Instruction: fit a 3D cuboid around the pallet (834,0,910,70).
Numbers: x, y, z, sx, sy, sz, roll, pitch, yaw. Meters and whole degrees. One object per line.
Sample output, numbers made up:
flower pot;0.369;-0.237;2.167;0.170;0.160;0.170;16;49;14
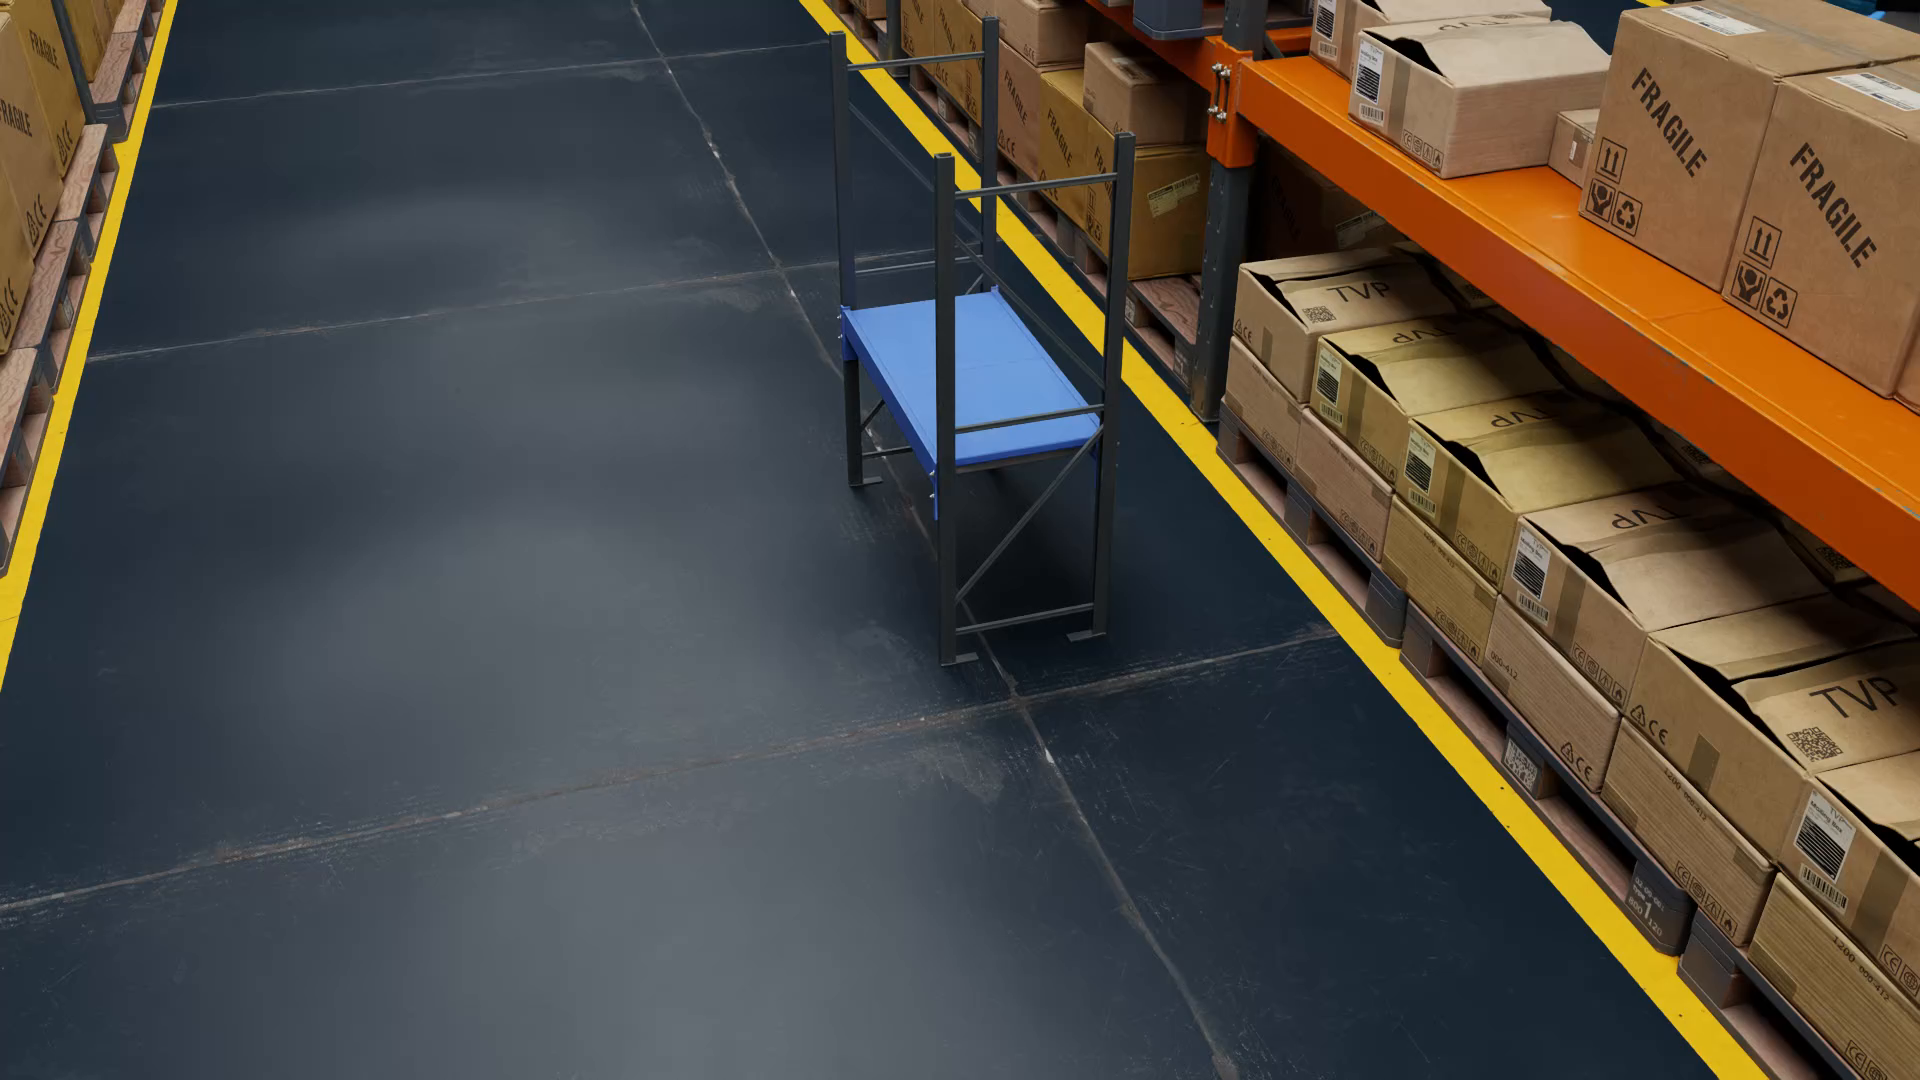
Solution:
pallet;-0.113;-3.068;9.702;1.003;0.211;1.213;-10;35;-15

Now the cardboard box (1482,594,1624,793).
cardboard box;1.671;0.331;4.142;0.500;0.250;0.500;-9;35;-14

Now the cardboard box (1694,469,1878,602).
cardboard box;2.177;0.002;4.131;0.500;0.311;0.500;-9;35;-13

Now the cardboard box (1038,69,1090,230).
cardboard box;0.650;-1.635;6.871;0.500;0.500;0.500;-11;35;-16

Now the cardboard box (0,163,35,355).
cardboard box;-3.761;-1.083;5.737;0.750;0.750;0.750;-10;35;-15

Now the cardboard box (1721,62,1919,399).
cardboard box;2.004;-0.658;3.434;0.500;0.500;0.500;-10;35;-15

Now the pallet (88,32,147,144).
pallet;-4.778;-2.285;8.516;1.003;0.211;1.213;-10;35;-15

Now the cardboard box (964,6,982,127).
cardboard box;0.330;-2.175;7.688;0.500;0.500;0.500;-10;35;-14

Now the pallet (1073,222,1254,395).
pallet;1.124;-1.006;6.580;1.003;0.211;1.213;-10;35;-15

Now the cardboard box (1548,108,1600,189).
cardboard box;1.759;-1.006;4.279;0.380;0.149;0.250;-8;34;-11

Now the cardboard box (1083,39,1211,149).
cardboard box;0.786;-1.705;6.297;0.500;0.250;0.500;-9;34;-13

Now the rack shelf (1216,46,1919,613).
rack shelf;1.926;-0.420;3.818;1.077;0.370;4.000;-10;35;-15

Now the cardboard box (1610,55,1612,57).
cardboard box;1.853;-1.240;4.634;0.380;0.149;0.250;-10;35;-15

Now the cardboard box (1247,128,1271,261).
cardboard box;1.284;-1.472;6.625;0.500;0.500;0.500;-11;35;-16

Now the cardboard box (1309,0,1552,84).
cardboard box;1.385;-1.535;4.933;0.500;0.311;0.500;-8;34;-12

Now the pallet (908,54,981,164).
pallet;0.380;-2.287;8.519;1.003;0.211;1.213;-10;35;-15

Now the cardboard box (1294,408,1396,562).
cardboard box;1.350;-0.211;4.961;0.500;0.250;0.500;-11;35;-16

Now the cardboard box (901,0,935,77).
cardboard box;0.011;-2.716;8.508;0.500;0.500;0.500;-12;35;-17

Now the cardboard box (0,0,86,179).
cardboard box;-4.299;-1.995;7.117;0.750;0.750;0.750;-10;35;-14

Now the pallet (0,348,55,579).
pallet;-3.569;-0.199;5.359;1.003;0.211;1.213;-10;35;-15

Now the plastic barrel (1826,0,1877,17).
plastic barrel;5.180;-3.341;9.108;0.600;0.901;0.708;-10;35;-15

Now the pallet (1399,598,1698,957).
pallet;1.898;0.471;4.346;1.003;0.211;1.213;-10;35;-15

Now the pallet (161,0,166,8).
pallet;-5.522;-3.566;10.455;1.003;0.211;1.213;-10;35;-15

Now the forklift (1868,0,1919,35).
forklift;4.326;-2.527;6.416;1.130;2.935;3.031;21;39;29

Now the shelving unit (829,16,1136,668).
shelving unit;0.026;-0.581;4.769;0.538;1.500;1.048;-10;35;-15

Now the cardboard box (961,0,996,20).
cardboard box;0.316;-2.504;7.507;0.500;0.250;0.500;-10;35;-15

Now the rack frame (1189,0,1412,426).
rack frame;1.316;-1.771;5.209;1.000;3.000;0.127;-10;35;-15

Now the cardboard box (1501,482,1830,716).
cardboard box;1.675;0.104;3.976;0.500;0.311;0.500;-10;35;-15

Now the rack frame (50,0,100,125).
rack frame;-4.621;-3.036;7.123;1.000;3.000;0.127;-10;35;-15

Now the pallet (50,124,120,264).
pallet;-4.314;-1.480;7.298;1.003;0.211;1.213;-10;35;-15

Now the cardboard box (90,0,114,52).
cardboard box;-4.901;-2.842;8.717;0.700;0.500;0.500;-10;35;-15

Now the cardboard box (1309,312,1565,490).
cardboard box;1.364;-0.434;4.790;0.500;0.311;0.500;-11;35;-16

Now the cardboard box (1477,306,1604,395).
cardboard box;1.875;-0.527;4.932;0.500;0.311;0.500;-11;35;-15

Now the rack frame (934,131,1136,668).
rack frame;0.181;-0.314;4.365;0.500;1.500;0.032;-10;35;-15

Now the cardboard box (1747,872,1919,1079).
cardboard box;1.981;0.867;3.331;0.500;0.250;0.500;-11;35;-15

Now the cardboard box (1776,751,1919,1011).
cardboard box;1.975;0.631;3.179;0.500;0.311;0.500;-9;35;-13
